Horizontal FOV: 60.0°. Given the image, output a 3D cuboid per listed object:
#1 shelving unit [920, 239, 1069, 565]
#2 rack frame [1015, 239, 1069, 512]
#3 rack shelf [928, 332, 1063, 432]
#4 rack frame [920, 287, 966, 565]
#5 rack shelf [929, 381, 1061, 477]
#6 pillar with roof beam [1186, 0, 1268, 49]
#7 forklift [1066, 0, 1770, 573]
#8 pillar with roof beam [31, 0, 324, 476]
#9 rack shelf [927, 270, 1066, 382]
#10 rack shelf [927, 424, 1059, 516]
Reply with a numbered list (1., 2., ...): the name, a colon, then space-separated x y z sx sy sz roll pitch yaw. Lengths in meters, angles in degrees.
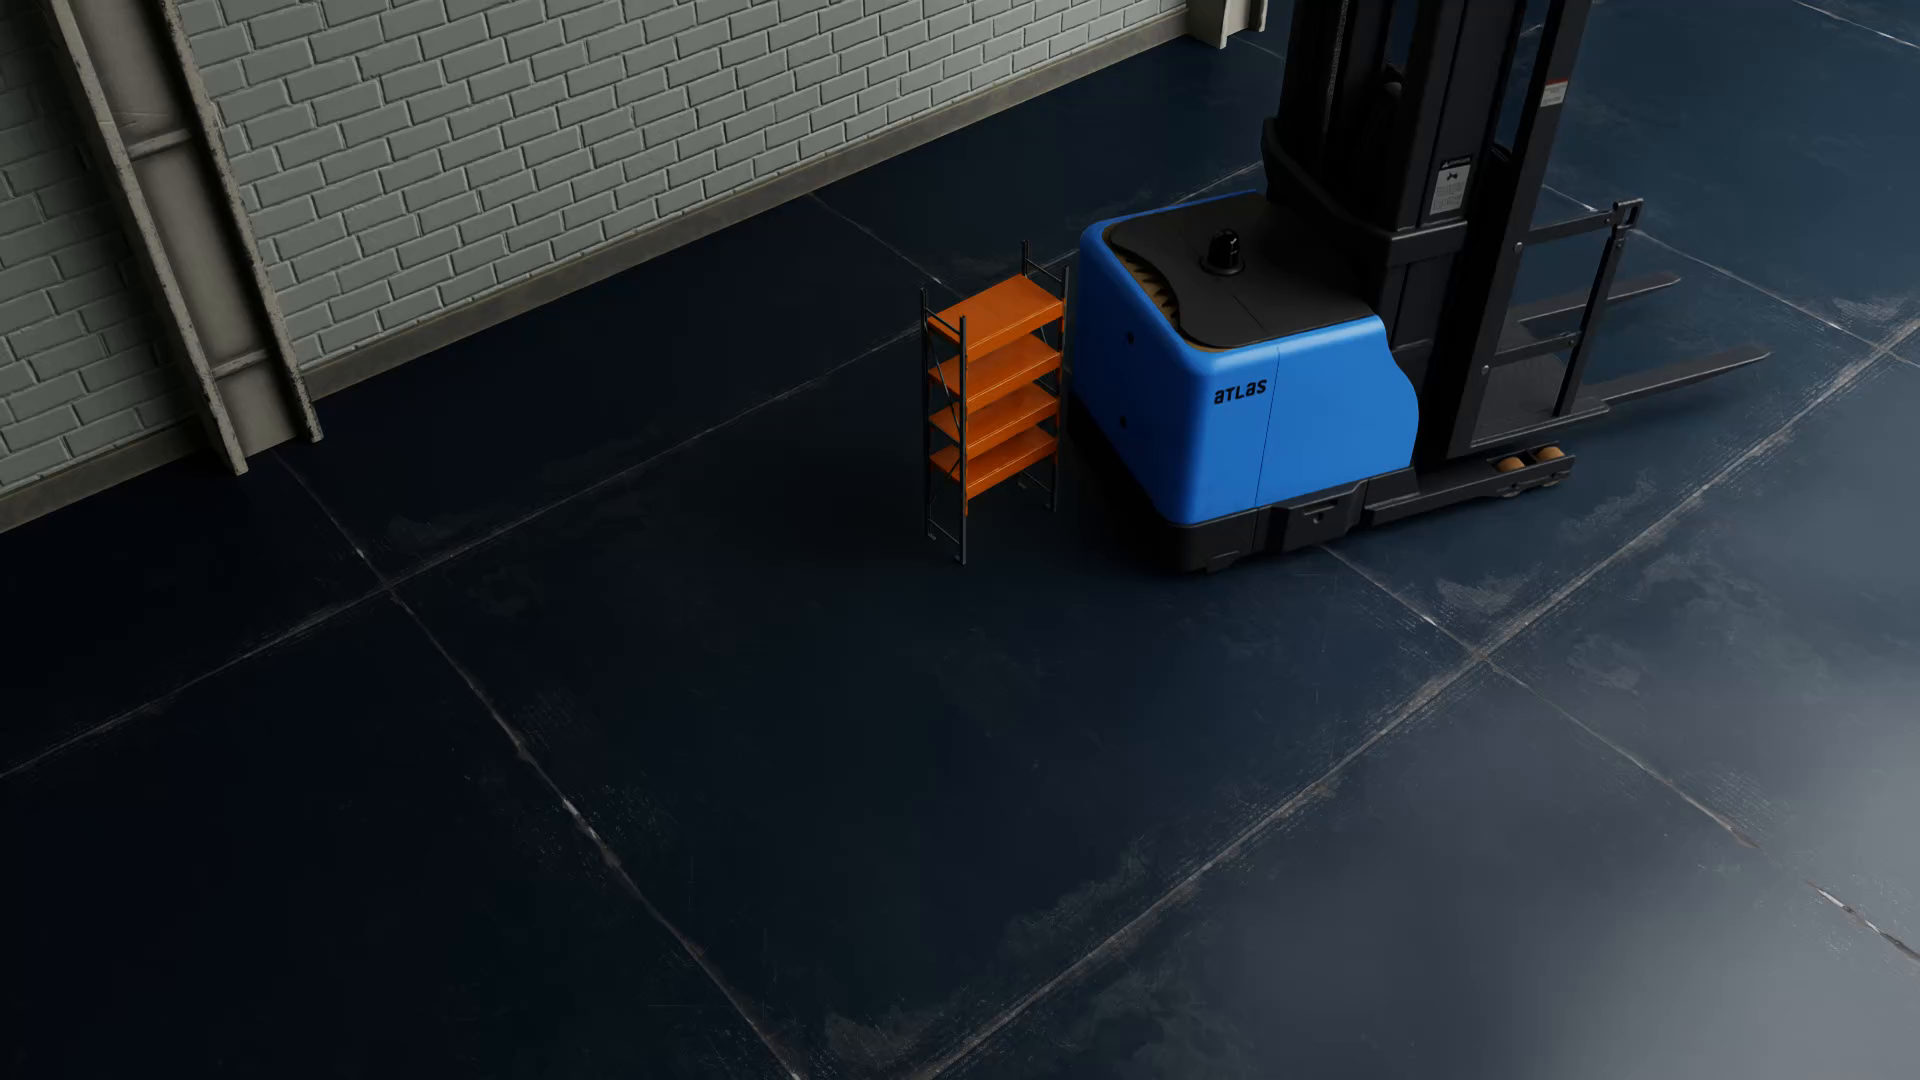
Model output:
1. shelving unit: 0.127 -0.510 6.417 0.503 1.200 0.258 -30 51 -28
2. rack frame: 0.314 -0.617 6.531 0.015 1.200 0.240 -30 51 -28
3. rack shelf: 0.127 -0.624 6.310 0.480 0.148 0.258 -30 51 -28
4. rack frame: -0.060 -0.403 6.303 0.015 1.200 0.240 -30 51 -28
5. rack shelf: 0.127 -0.461 6.463 0.480 0.148 0.258 -30 51 -28
6. pillar with roof beam: 4.353 -4.093 4.534 0.400 9.000 9.100 -30 51 -28
7. forklift: 2.027 -1.571 6.282 3.031 2.935 1.130 -15 45 -15
8. pillar with roof beam: -0.249 -1.457 1.728 0.400 9.000 9.100 -30 51 -28
9. rack shelf: 0.127 -0.796 6.148 0.480 0.148 0.258 -30 51 -28
10. rack shelf: 0.127 -0.316 6.599 0.480 0.148 0.258 -30 51 -28
